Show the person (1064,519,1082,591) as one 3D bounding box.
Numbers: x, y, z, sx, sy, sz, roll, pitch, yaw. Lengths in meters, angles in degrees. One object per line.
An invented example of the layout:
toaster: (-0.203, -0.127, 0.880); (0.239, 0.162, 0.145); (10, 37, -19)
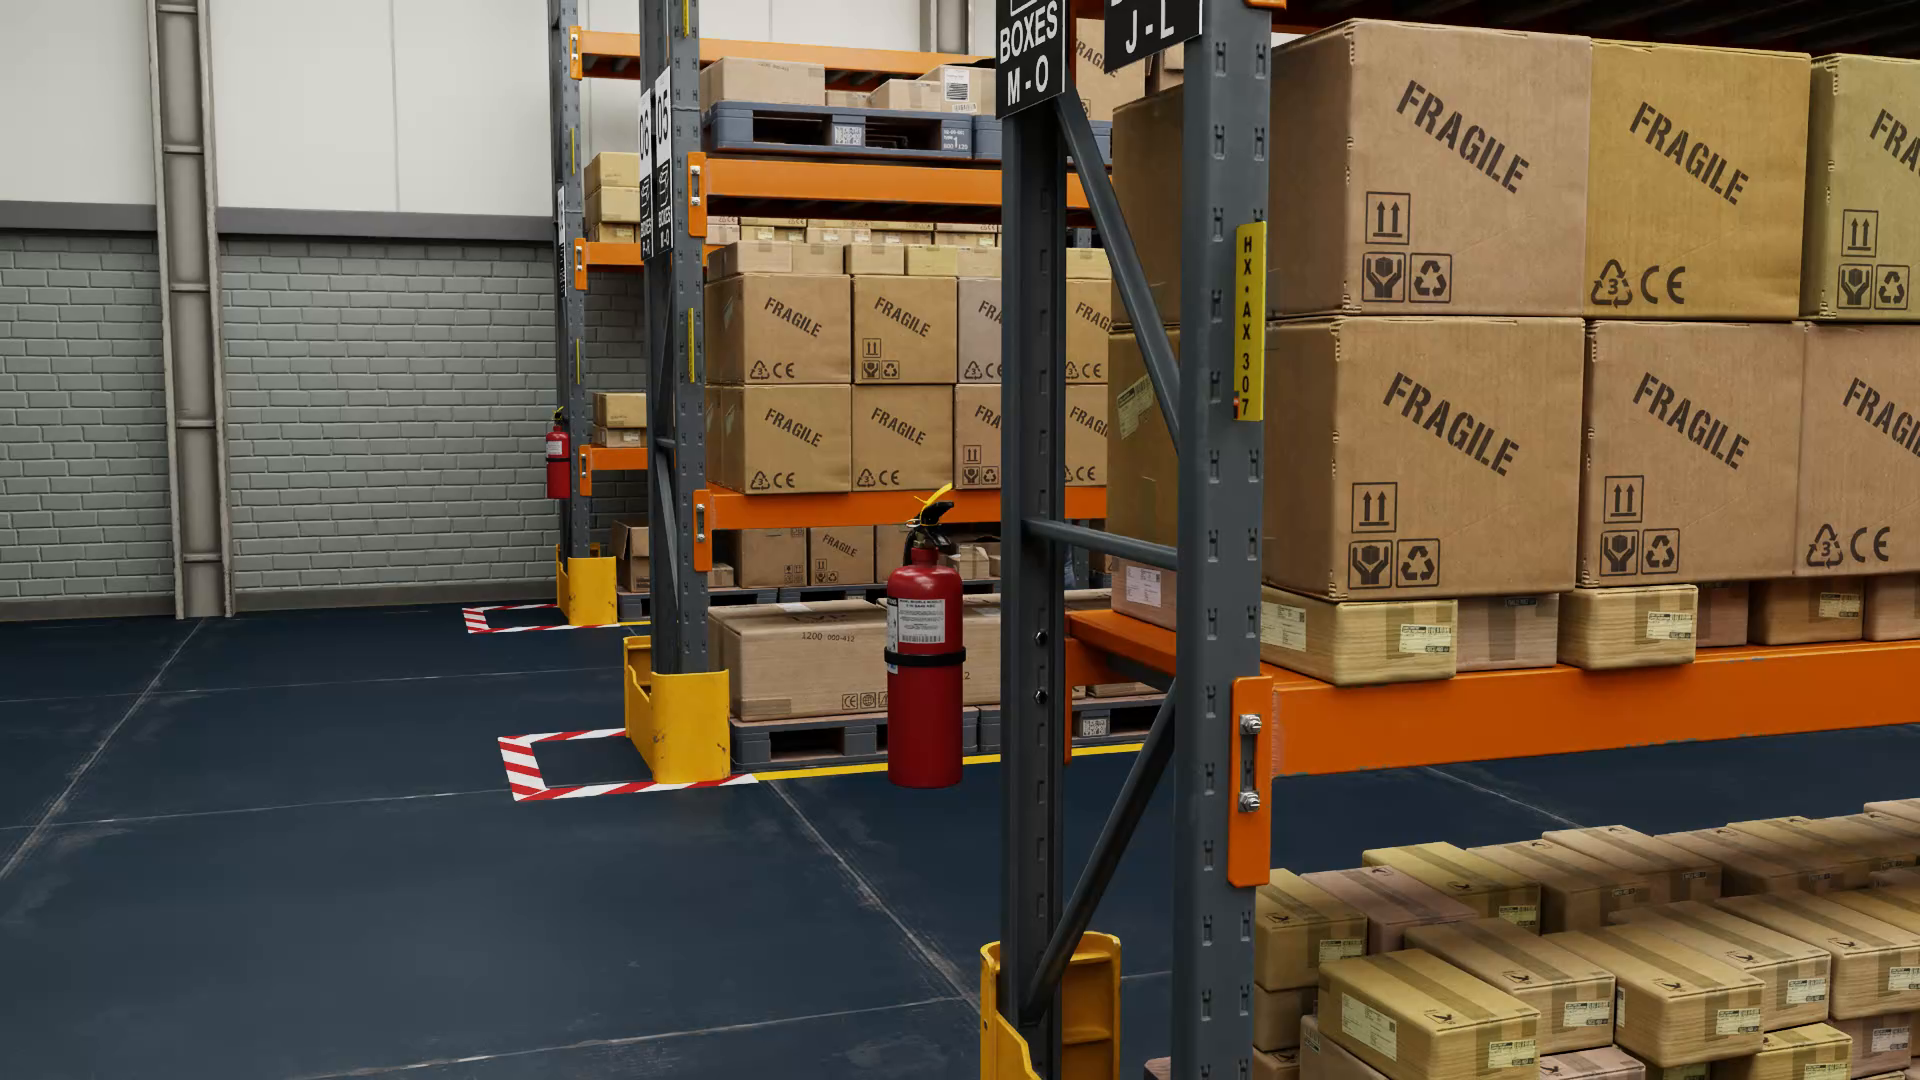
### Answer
person: (0.592, -0.207, 11.814); (0.637, 1.761, 0.461); (-2, 6, -20)
